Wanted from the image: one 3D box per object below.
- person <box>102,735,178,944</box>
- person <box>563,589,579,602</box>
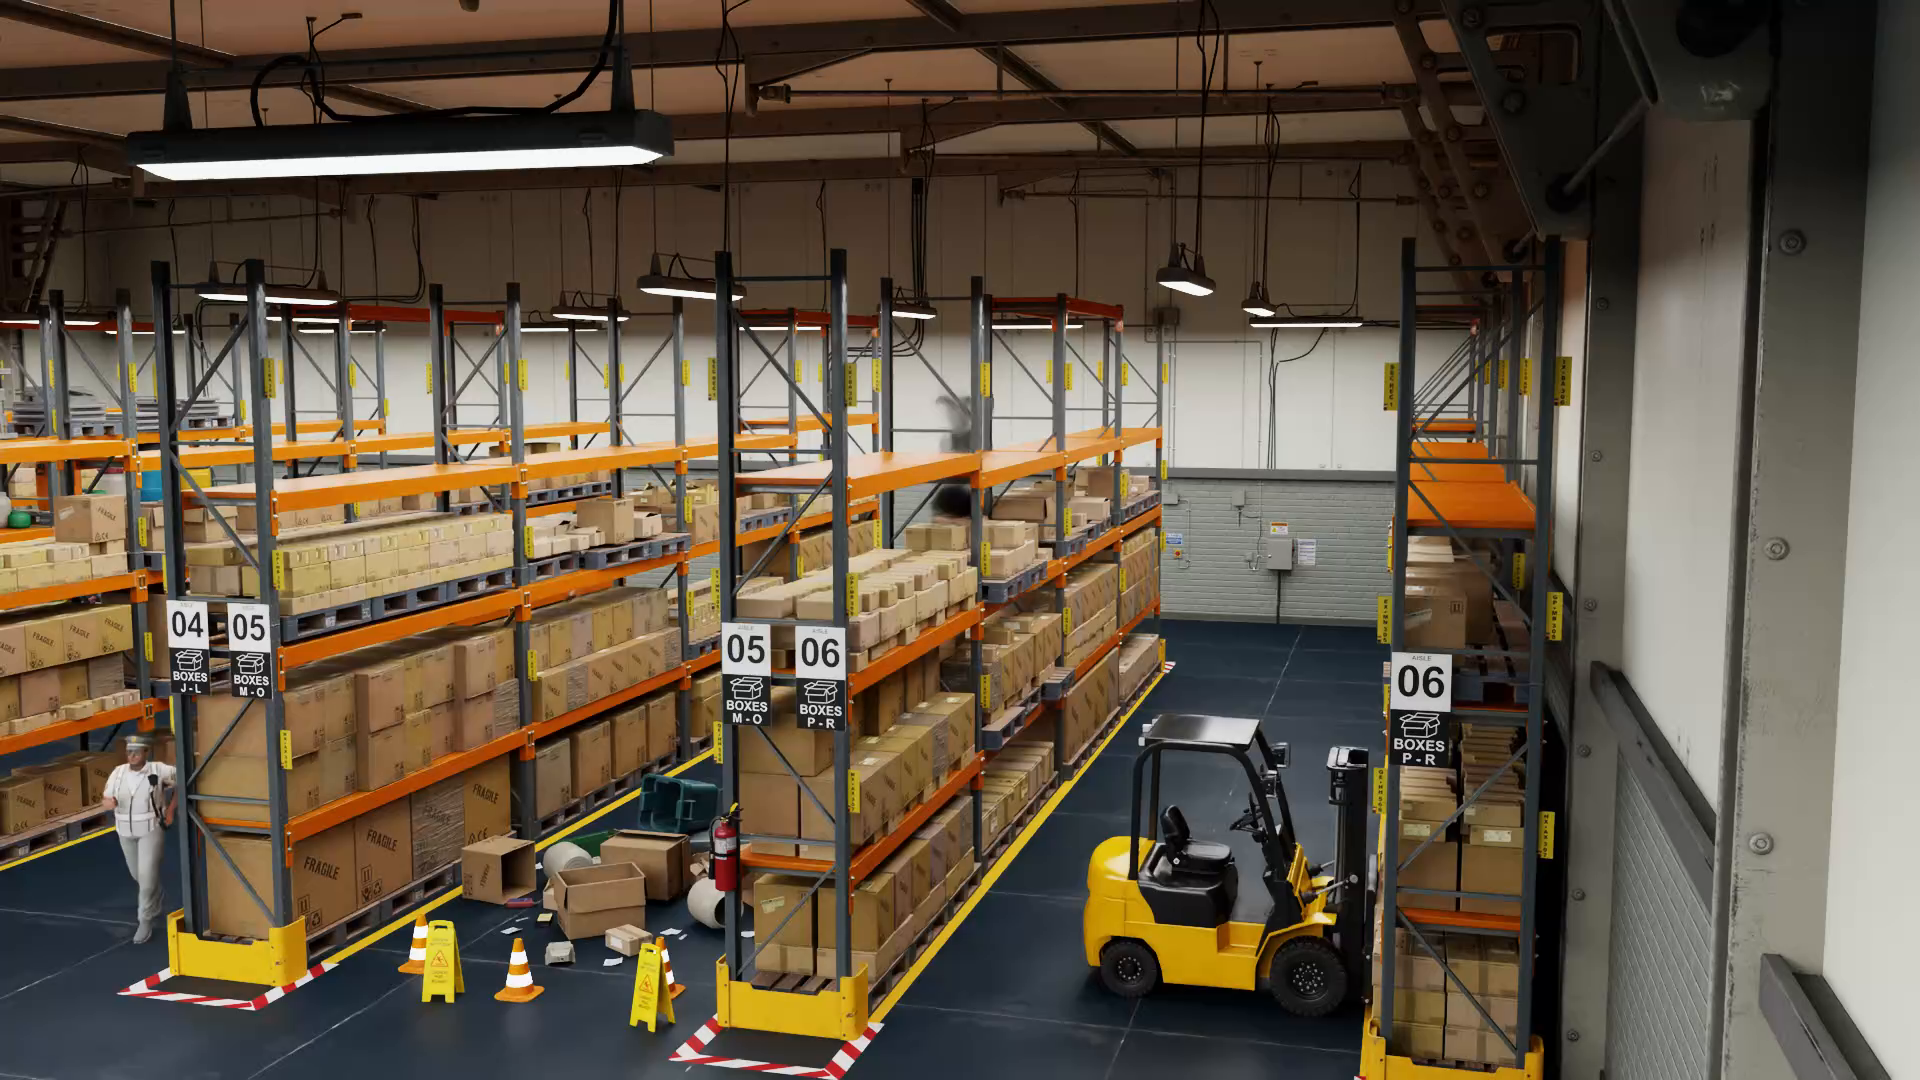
[{"bbox_3d":[-7.476,2.674,15.196,0.651,1.816,0.859,0,6,-1],"label":"person"},{"bbox_3d":[-6.029,1.539,26.401,0.660,1.731,0.765,2,6,14],"label":"person"}]
